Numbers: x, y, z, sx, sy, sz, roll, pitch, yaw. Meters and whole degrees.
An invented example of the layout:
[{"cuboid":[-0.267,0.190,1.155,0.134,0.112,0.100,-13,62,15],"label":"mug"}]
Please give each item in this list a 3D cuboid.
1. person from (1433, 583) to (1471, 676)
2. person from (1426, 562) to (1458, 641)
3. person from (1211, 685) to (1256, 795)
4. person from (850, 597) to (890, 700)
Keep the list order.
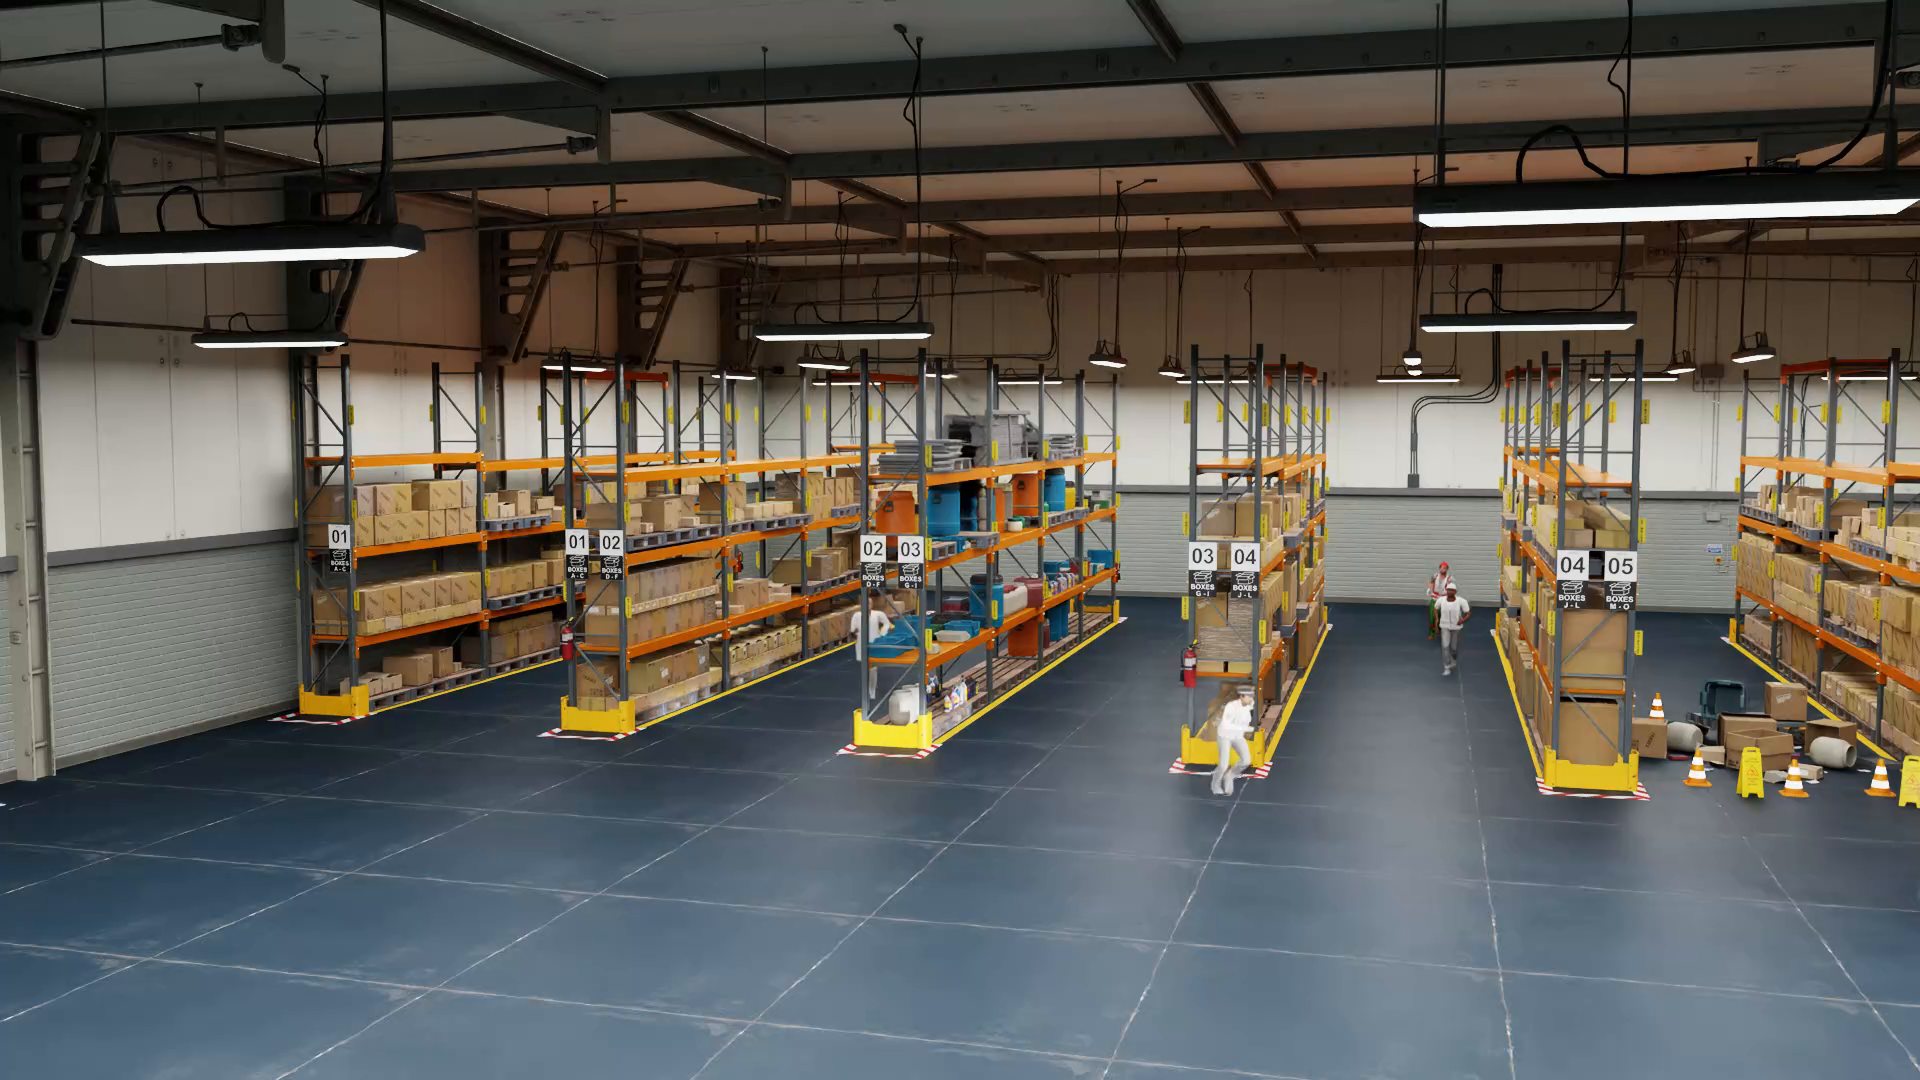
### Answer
[{"cuboid":[9.530,1.710,32.240,0.708,1.771,0.913,1,5,19],"label":"person"},{"cuboid":[10.758,1.363,37.126,0.704,1.758,0.836,3,5,32],"label":"person"},{"cuboid":[3.611,2.610,21.724,0.639,1.514,0.878,-3,5,-31],"label":"person"},{"cuboid":[-1.625,1.917,29.462,0.654,1.823,0.852,1,4,14],"label":"person"}]
